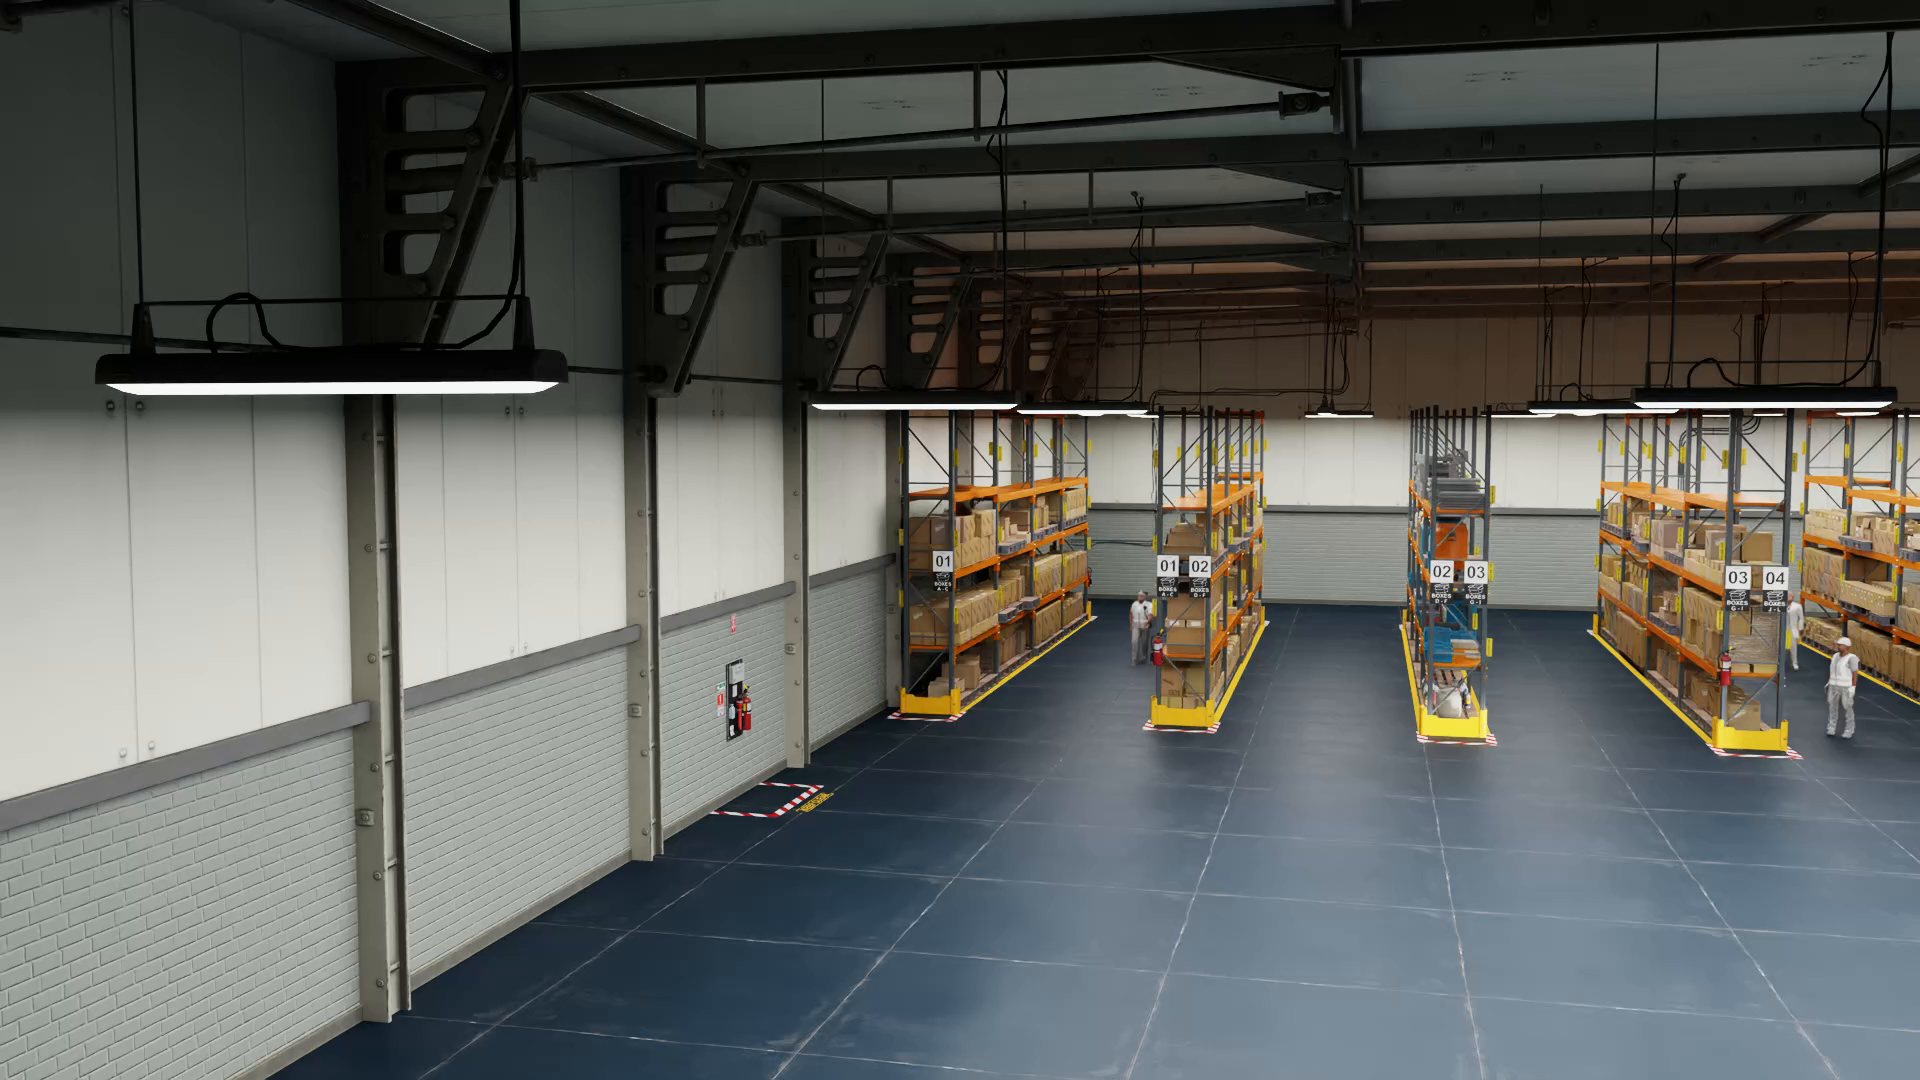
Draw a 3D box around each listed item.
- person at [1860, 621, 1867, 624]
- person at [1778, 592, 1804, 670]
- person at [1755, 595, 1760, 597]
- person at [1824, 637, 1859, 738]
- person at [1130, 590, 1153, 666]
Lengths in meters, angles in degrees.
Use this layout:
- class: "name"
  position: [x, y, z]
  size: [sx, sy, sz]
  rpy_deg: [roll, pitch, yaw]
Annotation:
- class: "person"
  position: [24.094, 1.786, 43.905]
  size: [0.823, 1.552, 0.513]
  rpy_deg: [2, 5, 25]
- class: "person"
  position: [19.185, 2.075, 38.528]
  size: [0.681, 1.735, 1.038]
  rpy_deg: [1, 4, 18]
- class: "person"
  position: [20.870, 1.666, 43.965]
  size: [0.479, 1.772, 0.571]
  rpy_deg: [-3, 5, -39]
- class: "person"
  position: [15.984, 2.657, 30.160]
  size: [0.414, 1.791, 0.605]
  rpy_deg: [-3, 5, -32]
- class: "person"
  position: [4.272, 2.063, 39.239]
  size: [0.581, 1.793, 0.947]
  rpy_deg: [1, 4, 14]
